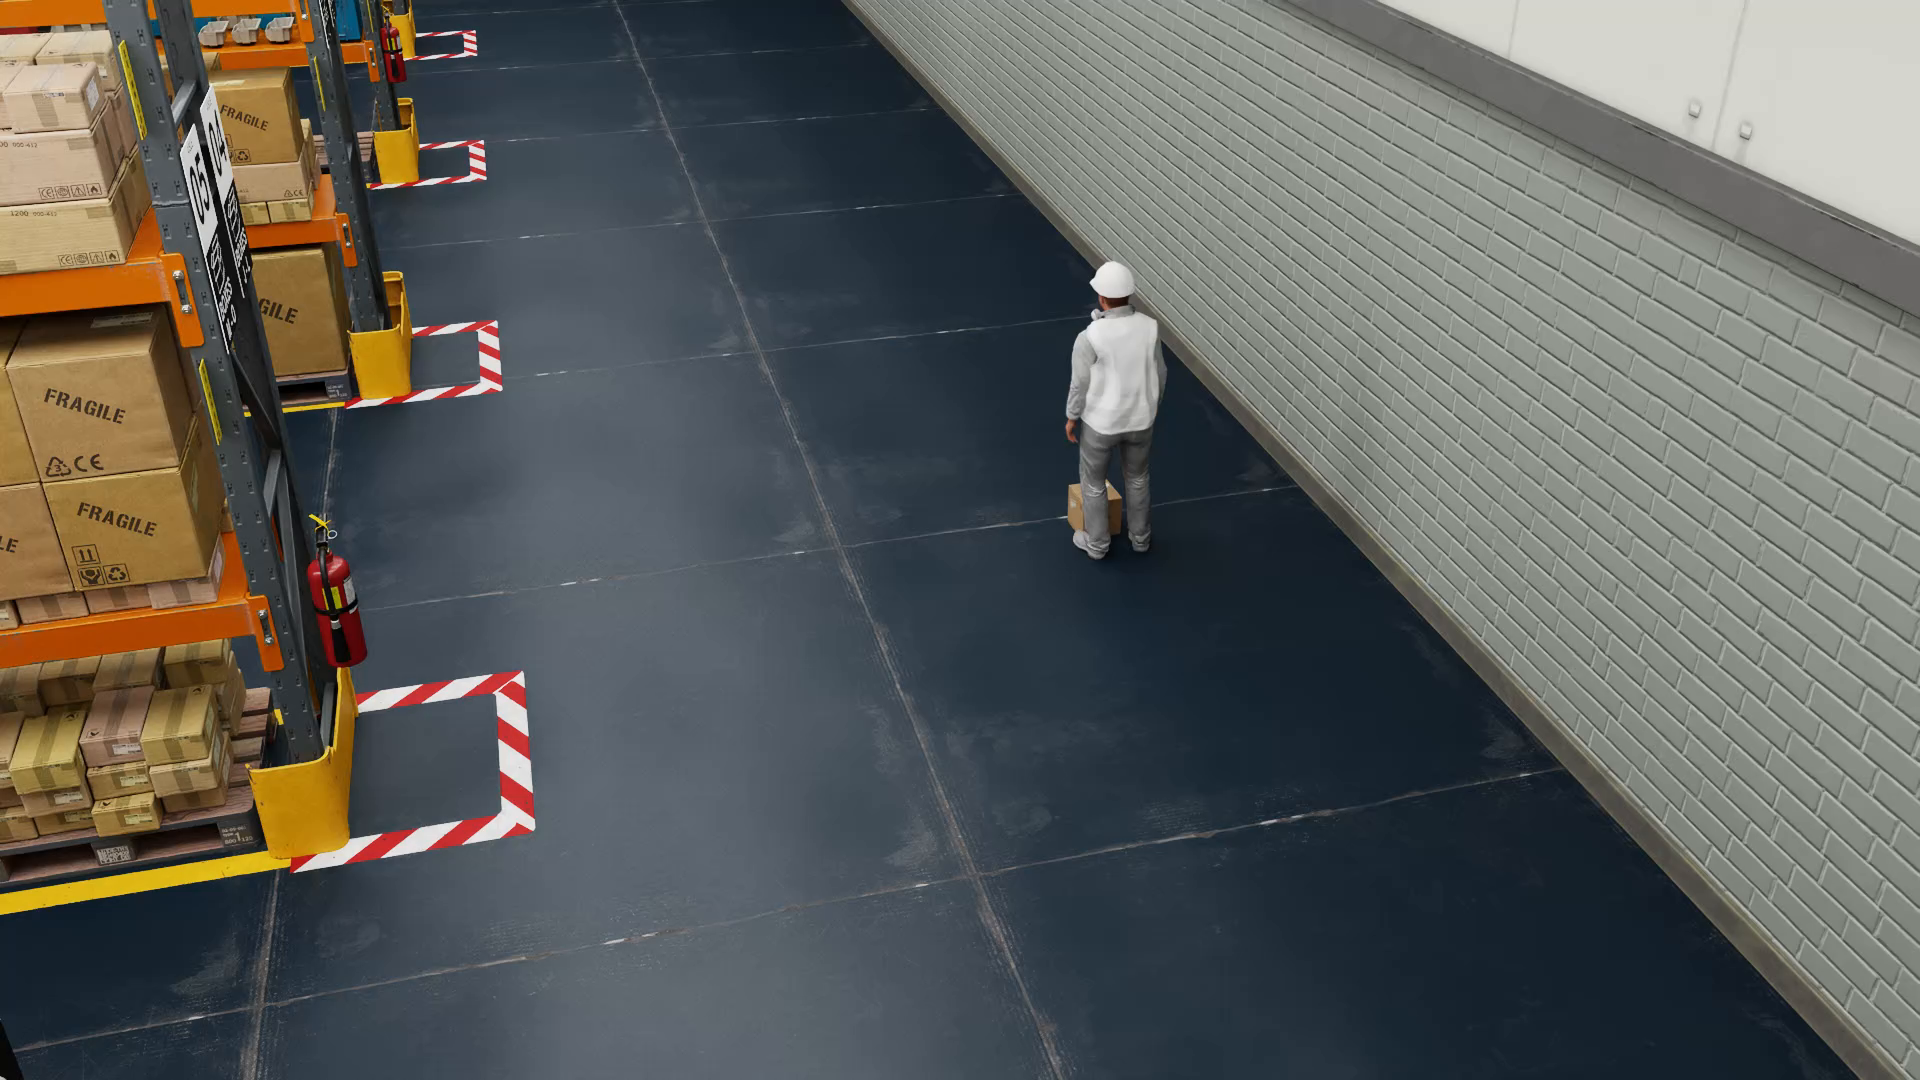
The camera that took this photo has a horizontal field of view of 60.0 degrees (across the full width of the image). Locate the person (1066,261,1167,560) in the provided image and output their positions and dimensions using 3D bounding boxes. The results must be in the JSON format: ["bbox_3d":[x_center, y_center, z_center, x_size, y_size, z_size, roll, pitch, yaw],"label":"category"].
[{"bbox_3d":[0.882,-0.717,9.452,0.594,1.773,0.457,-9,31,-16],"label":"person"}]
